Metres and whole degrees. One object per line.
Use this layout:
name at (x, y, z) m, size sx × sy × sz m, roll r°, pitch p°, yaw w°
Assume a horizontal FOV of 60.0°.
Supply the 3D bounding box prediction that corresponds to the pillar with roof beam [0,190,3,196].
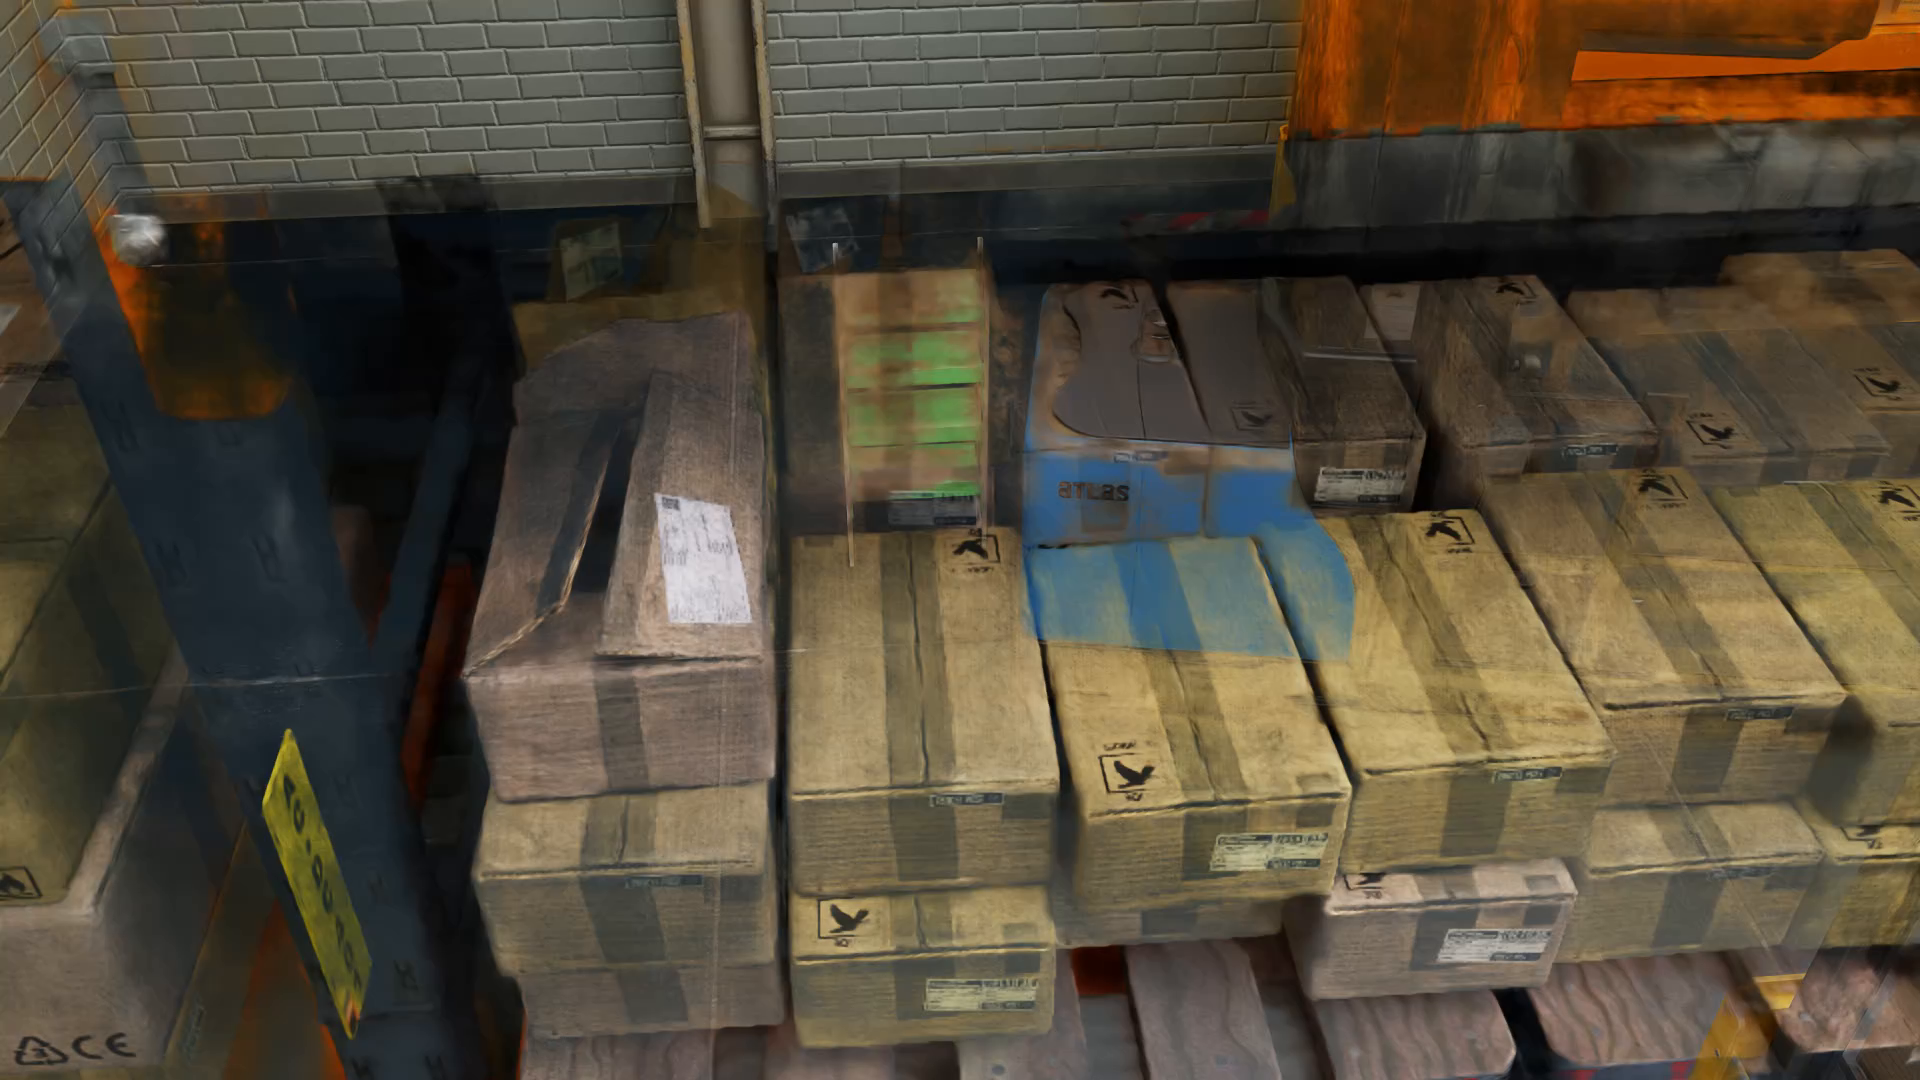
pillar with roof beam at (5.254, -2.854, 2.602) m, size 0.400 × 9.000 × 9.100 m, roll -3°, pitch 38°, yaw -4°
